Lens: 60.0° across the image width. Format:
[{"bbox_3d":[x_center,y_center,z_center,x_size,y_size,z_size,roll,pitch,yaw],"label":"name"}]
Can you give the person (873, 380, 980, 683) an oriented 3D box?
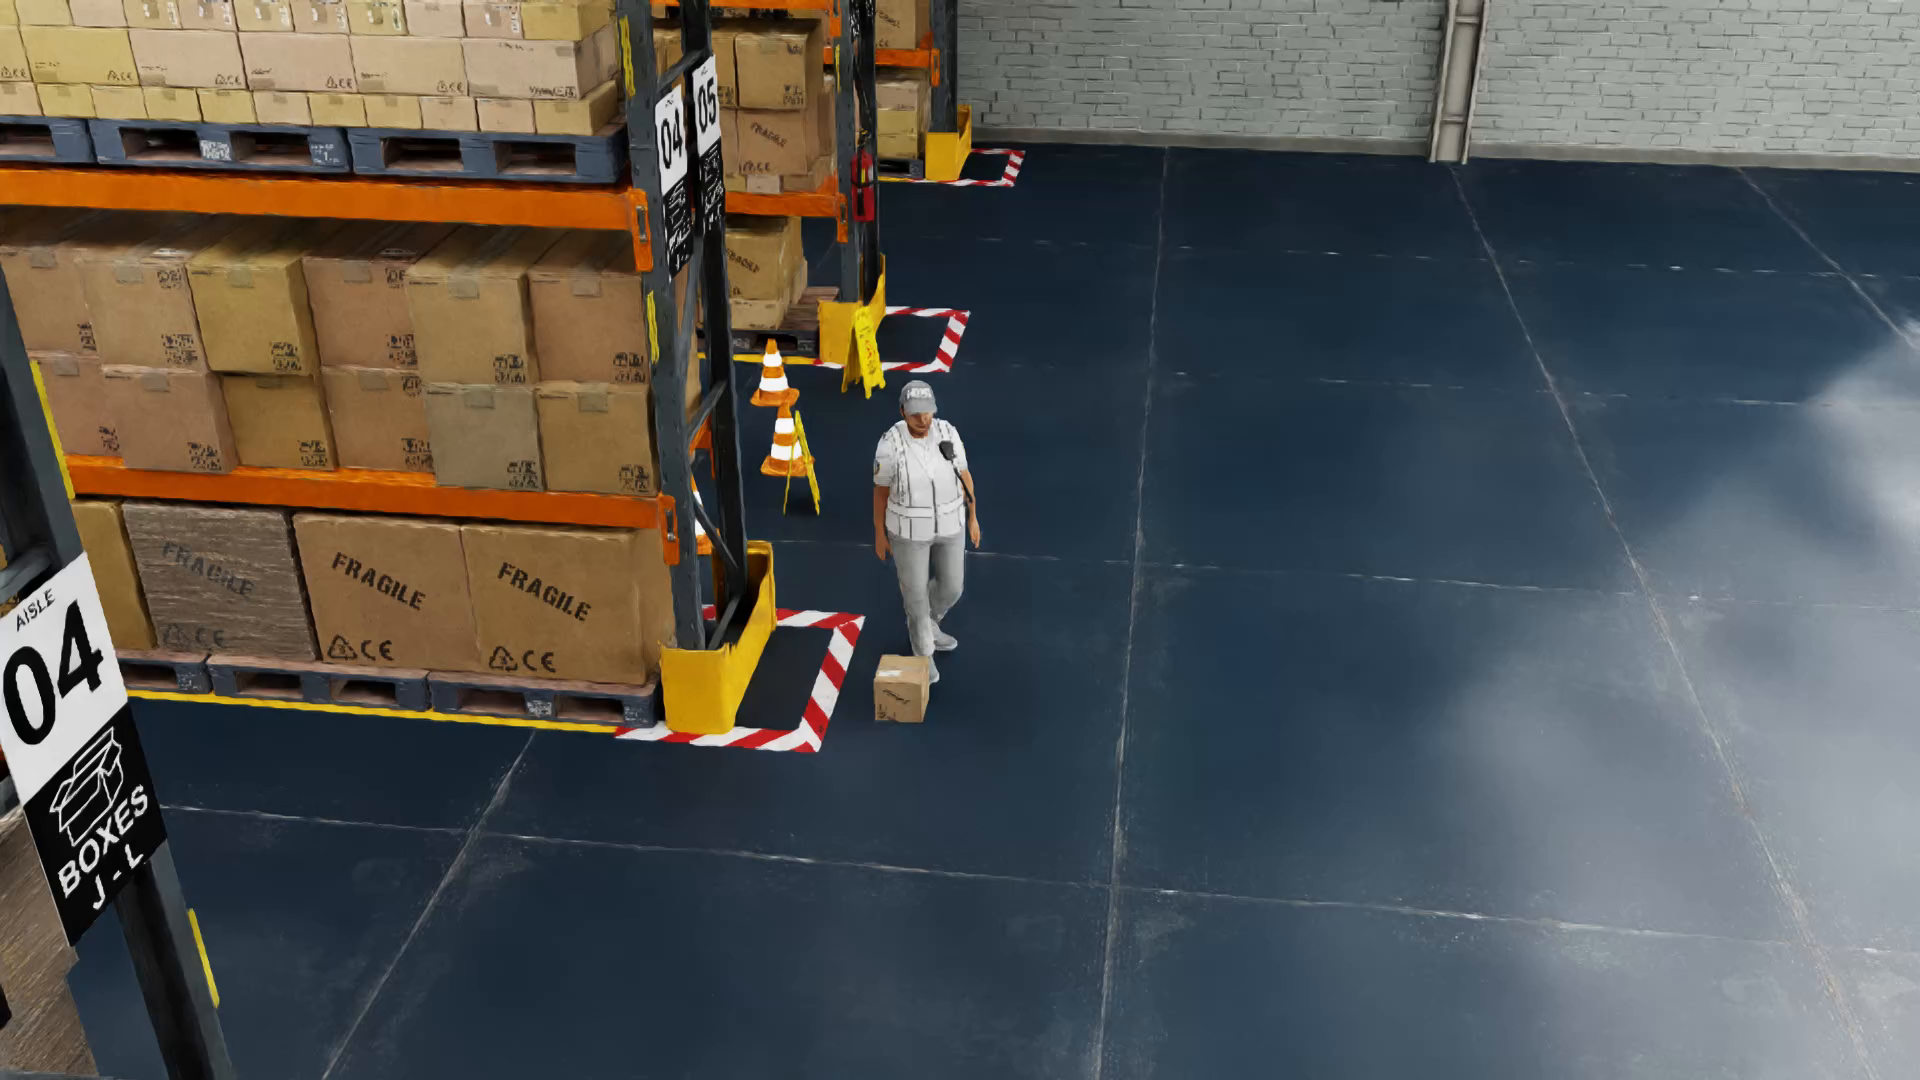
[{"bbox_3d":[-0.180,-0.073,8.728,0.554,1.667,0.494,-9,30,-17],"label":"person"}]
